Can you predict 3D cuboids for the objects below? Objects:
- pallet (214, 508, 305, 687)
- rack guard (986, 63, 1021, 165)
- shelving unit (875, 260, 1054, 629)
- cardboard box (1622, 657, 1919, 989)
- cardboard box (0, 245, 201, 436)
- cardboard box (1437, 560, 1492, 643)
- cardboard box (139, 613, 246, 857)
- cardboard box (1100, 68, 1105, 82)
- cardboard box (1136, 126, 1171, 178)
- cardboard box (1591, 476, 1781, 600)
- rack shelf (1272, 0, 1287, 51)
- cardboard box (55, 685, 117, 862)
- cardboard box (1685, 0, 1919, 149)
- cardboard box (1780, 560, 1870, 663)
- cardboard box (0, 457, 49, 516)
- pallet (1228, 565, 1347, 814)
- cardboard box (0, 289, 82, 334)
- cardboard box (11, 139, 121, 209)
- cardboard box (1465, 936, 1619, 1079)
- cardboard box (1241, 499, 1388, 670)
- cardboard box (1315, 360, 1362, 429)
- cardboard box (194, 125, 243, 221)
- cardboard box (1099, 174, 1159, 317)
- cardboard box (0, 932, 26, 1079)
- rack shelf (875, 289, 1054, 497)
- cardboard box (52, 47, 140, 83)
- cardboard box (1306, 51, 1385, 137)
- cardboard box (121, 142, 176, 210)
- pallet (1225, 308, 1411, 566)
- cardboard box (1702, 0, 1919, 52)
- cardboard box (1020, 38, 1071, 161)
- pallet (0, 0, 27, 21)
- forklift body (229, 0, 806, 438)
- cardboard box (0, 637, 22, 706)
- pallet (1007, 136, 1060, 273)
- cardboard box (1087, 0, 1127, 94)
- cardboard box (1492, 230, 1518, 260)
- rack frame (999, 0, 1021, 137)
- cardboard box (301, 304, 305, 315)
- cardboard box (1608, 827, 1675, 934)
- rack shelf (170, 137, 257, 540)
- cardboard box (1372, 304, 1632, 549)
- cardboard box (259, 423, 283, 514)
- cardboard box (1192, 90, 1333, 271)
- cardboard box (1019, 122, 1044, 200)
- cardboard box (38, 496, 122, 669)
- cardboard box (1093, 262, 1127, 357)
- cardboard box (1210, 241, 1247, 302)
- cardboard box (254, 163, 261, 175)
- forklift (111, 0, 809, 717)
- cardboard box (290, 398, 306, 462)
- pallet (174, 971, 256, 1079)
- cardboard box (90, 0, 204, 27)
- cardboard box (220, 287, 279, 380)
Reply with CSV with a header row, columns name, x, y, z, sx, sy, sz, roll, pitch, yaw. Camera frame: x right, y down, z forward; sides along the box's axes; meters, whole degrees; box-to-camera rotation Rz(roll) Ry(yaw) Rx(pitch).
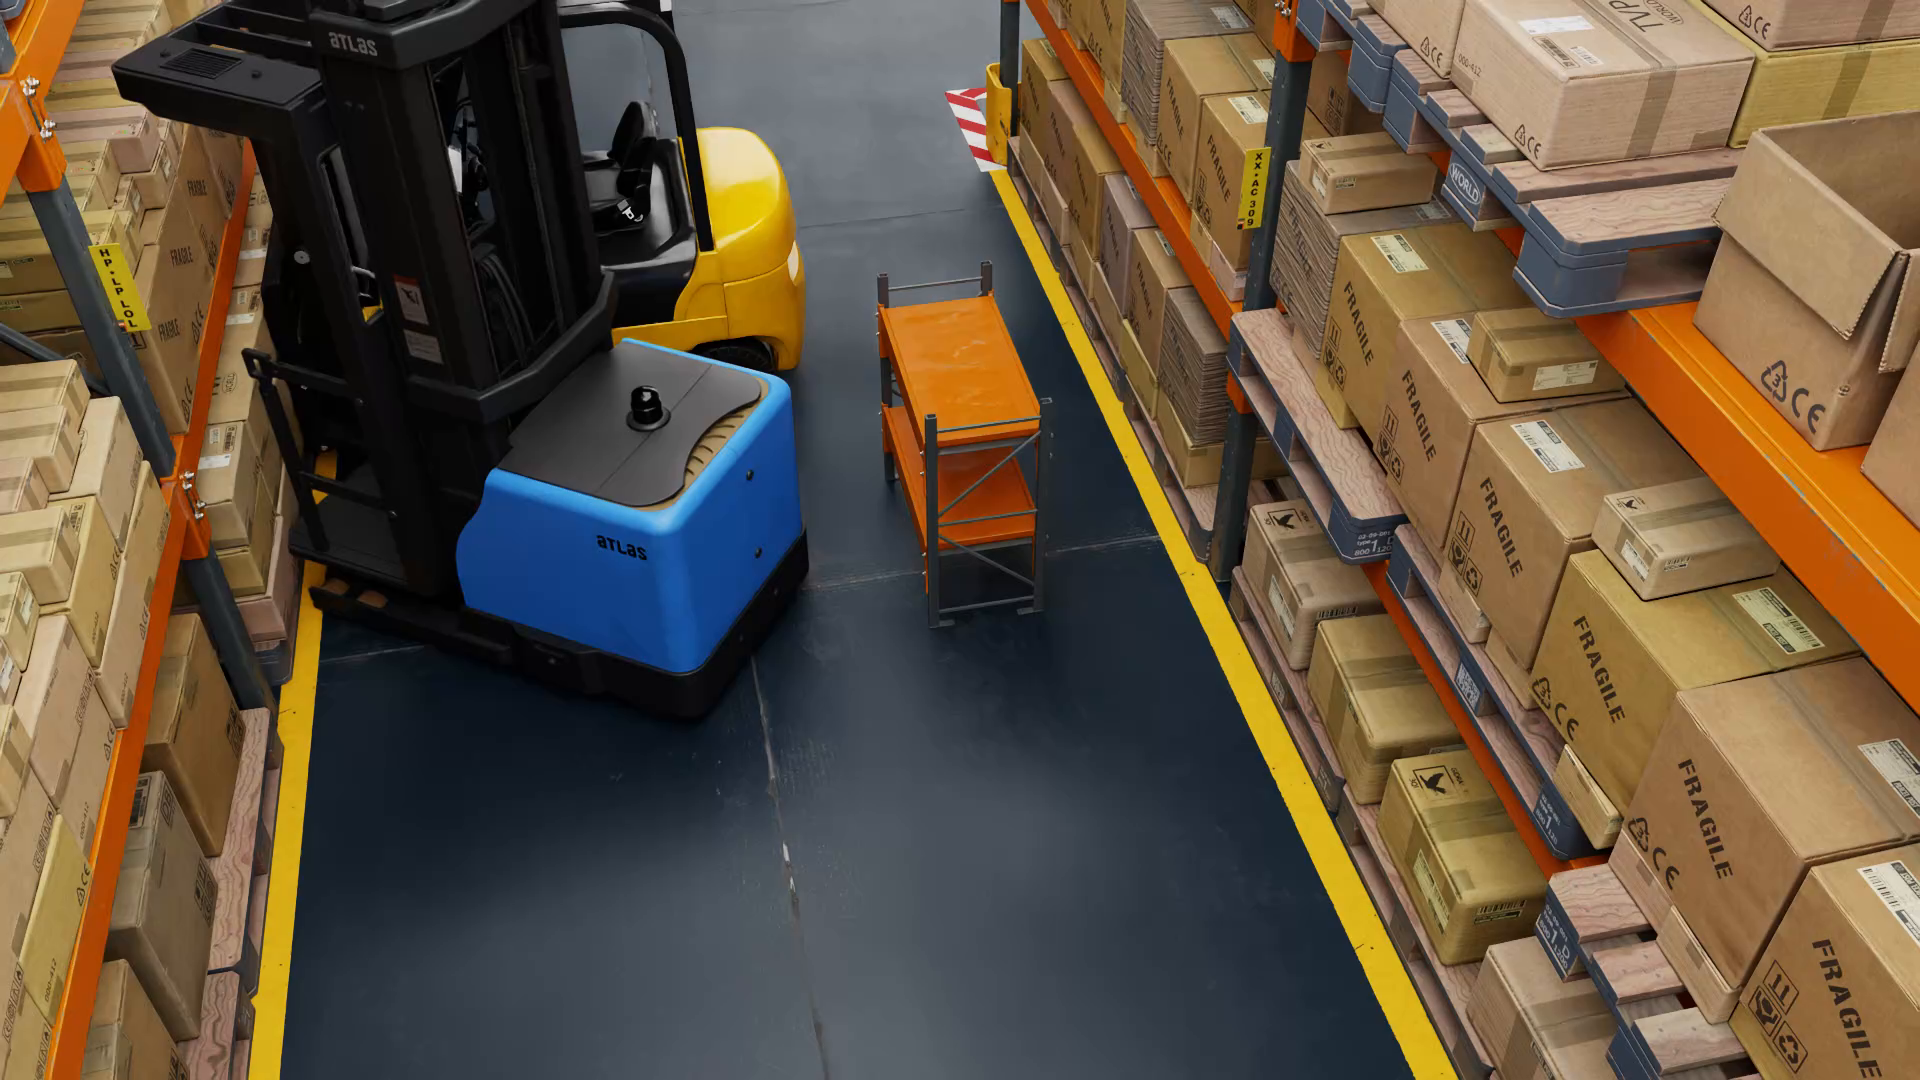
name,x,y,z,sx,sy,sz,roll,pitch,yaw
pallet,-3.375,0.197,7.151,1.003,0.211,1.213,-8,42,-9
rack guard,0.755,-2.647,10.137,1.175,0.500,0.348,-8,42,-9
shelving unit,0.001,-0.416,7.153,0.538,1.125,1.048,-8,42,-9
cardboard box,1.973,0.660,3.913,0.500,0.500,0.500,-9,42,-10
cardboard box,-3.085,-0.687,5.971,0.500,0.500,0.500,-9,42,-10
cardboard box,1.667,0.151,4.975,0.380,0.149,0.250,-7,42,-8
cardboard box,-3.121,0.743,5.908,0.875,0.625,0.625,-7,42,-7
cardboard box,0.898,-2.270,8.019,0.380,0.149,0.250,-9,42,-10
cardboard box,1.012,-1.767,7.452,0.380,0.149,0.250,-9,42,-10
cardboard box,1.836,-0.014,4.184,0.380,0.149,0.250,-10,43,-11
rack shelf,1.170,-3.188,7.146,1.077,0.370,4.000,-8,42,-9
cardboard box,-2.689,0.672,4.628,0.500,0.250,0.500,-8,42,-9
cardboard box,2.082,-1.244,4.211,0.500,0.250,0.500,-8,42,-9
cardboard box,2.353,0.244,4.382,0.500,0.500,0.500,-8,42,-9
cardboard box,-2.879,-0.084,4.803,0.380,0.149,0.250,-8,42,-9
pallet,1.771,0.509,6.799,1.003,0.211,1.213,-8,42,-9
cardboard box,-3.056,-0.849,5.665,0.380,0.149,0.250,-9,42,-10
cardboard box,-3.232,-1.286,5.933,0.380,0.149,0.250,-9,42,-10
cardboard box,2.186,1.535,5.206,0.950,0.372,0.625,-9,42,-10
cardboard box,1.717,0.127,6.792,0.950,0.372,0.625,-8,42,-9
cardboard box,1.458,-0.535,5.748,0.380,0.149,0.250,-8,42,-8
cardboard box,-3.412,-1.680,7.089,0.500,0.500,0.500,-8,42,-9
cardboard box,0.989,-1.453,8.099,0.500,0.500,0.500,-6,42,-7
cardboard box,-2.440,1.148,3.715,0.500,0.250,0.500,-9,42,-10
rack shelf,0.001,-0.635,6.959,0.538,0.278,1.000,-8,42,-9
cardboard box,-3.379,-1.789,6.499,0.380,0.149,0.250,-9,42,-9
cardboard box,1.718,-1.877,6.334,0.700,0.500,0.500,-9,42,-10
cardboard box,-3.178,-1.352,6.232,0.380,0.149,0.250,-7,42,-8
pallet,1.625,-0.450,5.924,1.003,0.211,1.213,-8,42,-9
cardboard box,2.093,-1.432,4.046,0.500,0.250,0.500,-8,42,-9
cardboard box,0.648,-2.463,9.236,0.500,0.500,0.500,-10,43,-11
pallet,-3.454,-1.963,5.290,1.003,0.211,1.213,-8,42,-9
forklift body,-1.917,-1.632,7.751,2.313,2.155,1.214,-8,42,-9
cardboard box,-2.649,0.409,4.248,0.380,0.149,0.250,-8,42,-9
pallet,0.896,-2.007,9.634,1.003,0.211,1.213,-8,42,-9
cardboard box,0.913,-2.439,7.721,0.500,0.500,0.500,-9,42,-10
cardboard box,2.034,-0.756,5.509,0.500,0.500,0.500,-8,42,-9
rack frame,0.738,-3.631,9.363,1.000,3.000,0.127,-8,42,-9
cardboard box,-3.468,-1.304,8.120,0.500,0.250,0.500,-9,42,-10
cardboard box,1.891,0.828,4.212,0.380,0.149,0.250,-10,43,-11
rack shelf,-3.676,-1.352,7.337,1.077,0.370,4.000,-8,42,-9
cardboard box,1.625,-0.352,5.053,0.500,0.500,0.500,-9,42,-10
cardboard box,-3.158,-0.324,7.016,0.500,0.250,0.500,-9,42,-10
cardboard box,1.263,-1.439,6.594,0.500,0.500,0.500,-9,42,-10
cardboard box,0.642,-2.197,9.503,0.500,0.250,0.500,-9,42,-10
cardboard box,-2.771,0.158,4.830,0.500,0.250,0.500,-9,42,-10
cardboard box,0.982,-1.186,8.363,0.500,0.250,0.500,-8,42,-9
cardboard box,1.235,-1.109,6.711,0.380,0.149,0.250,-9,42,-10
cardboard box,-3.588,-1.836,8.343,0.500,0.250,0.500,-8,42,-8
forklift,-2.227,-1.024,6.478,3.031,2.935,1.130,16,44,17
cardboard box,-3.276,-0.472,7.559,0.500,0.250,0.500,-8,42,-9
pallet,-2.780,1.982,5.139,1.003,0.211,1.213,-8,42,-9
cardboard box,-3.451,-2.294,7.068,0.380,0.149,0.250,-8,42,-8
cardboard box,-3.261,-0.840,7.220,0.500,0.250,0.500,-7,42,-8
